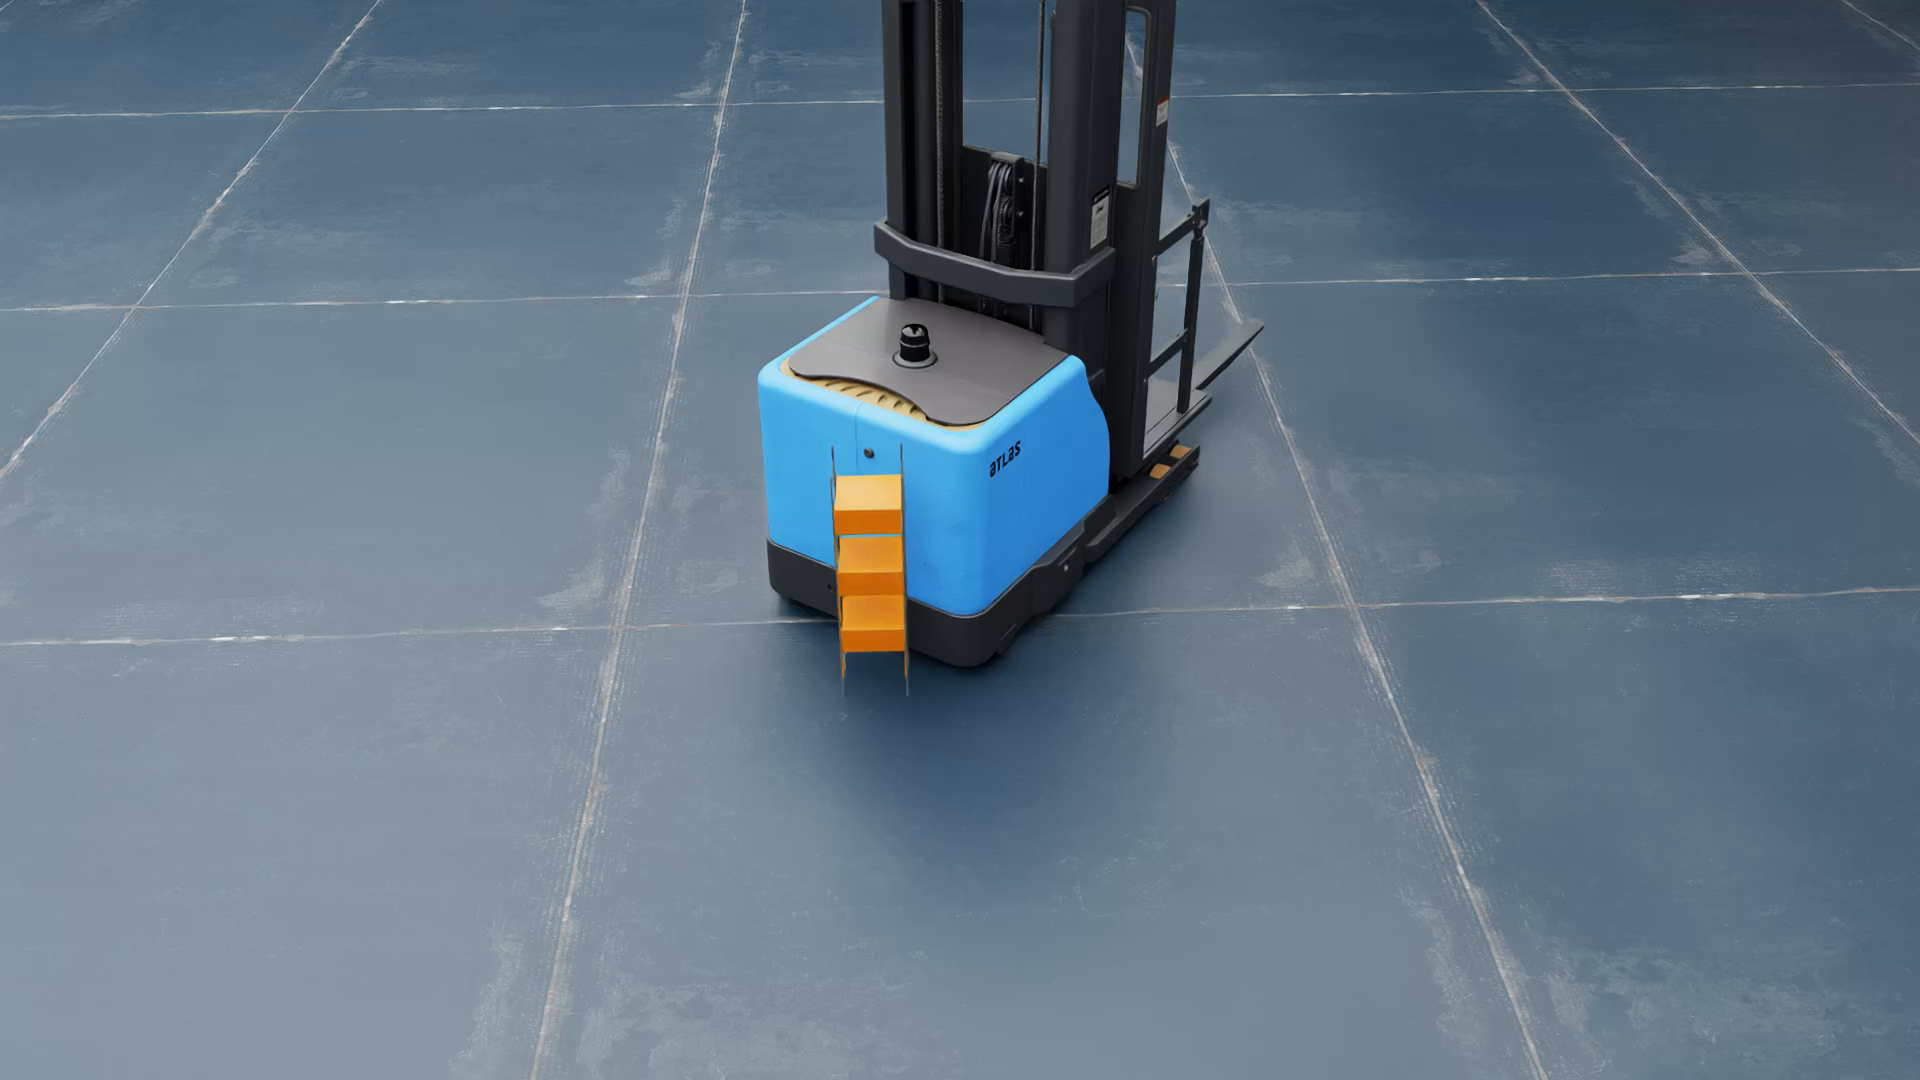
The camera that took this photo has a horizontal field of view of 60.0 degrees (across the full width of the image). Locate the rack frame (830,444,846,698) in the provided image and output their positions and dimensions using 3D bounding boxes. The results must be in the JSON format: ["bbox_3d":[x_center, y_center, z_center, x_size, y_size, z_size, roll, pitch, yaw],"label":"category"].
[{"bbox_3d":[-0.448,0.133,6.123,0.008,1.050,0.200,-1,39,-2],"label":"rack frame"}]

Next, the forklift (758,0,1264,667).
[{"bbox_3d":[0.441,-1.517,6.866,1.130,2.935,3.031,20,40,27],"label":"forklift"}]

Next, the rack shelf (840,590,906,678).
[{"bbox_3d":[-0.327,0.356,6.306,0.240,0.259,0.215,-1,39,-2],"label":"rack shelf"}]

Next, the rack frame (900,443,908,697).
[{"bbox_3d":[-0.204,0.128,6.129,0.008,1.050,0.200,-1,39,-2],"label":"rack frame"}]

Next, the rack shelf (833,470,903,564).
[{"bbox_3d":[-0.326,-0.082,5.955,0.240,0.259,0.215,-1,39,-2],"label":"rack shelf"}]

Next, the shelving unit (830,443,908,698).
[{"bbox_3d":[-0.326,0.131,6.126,0.252,1.050,0.215,-1,39,-2],"label":"shelving unit"}]

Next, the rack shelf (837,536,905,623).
[{"bbox_3d":[-0.326,0.139,6.133,0.240,0.259,0.215,-1,39,-2],"label":"rack shelf"}]
